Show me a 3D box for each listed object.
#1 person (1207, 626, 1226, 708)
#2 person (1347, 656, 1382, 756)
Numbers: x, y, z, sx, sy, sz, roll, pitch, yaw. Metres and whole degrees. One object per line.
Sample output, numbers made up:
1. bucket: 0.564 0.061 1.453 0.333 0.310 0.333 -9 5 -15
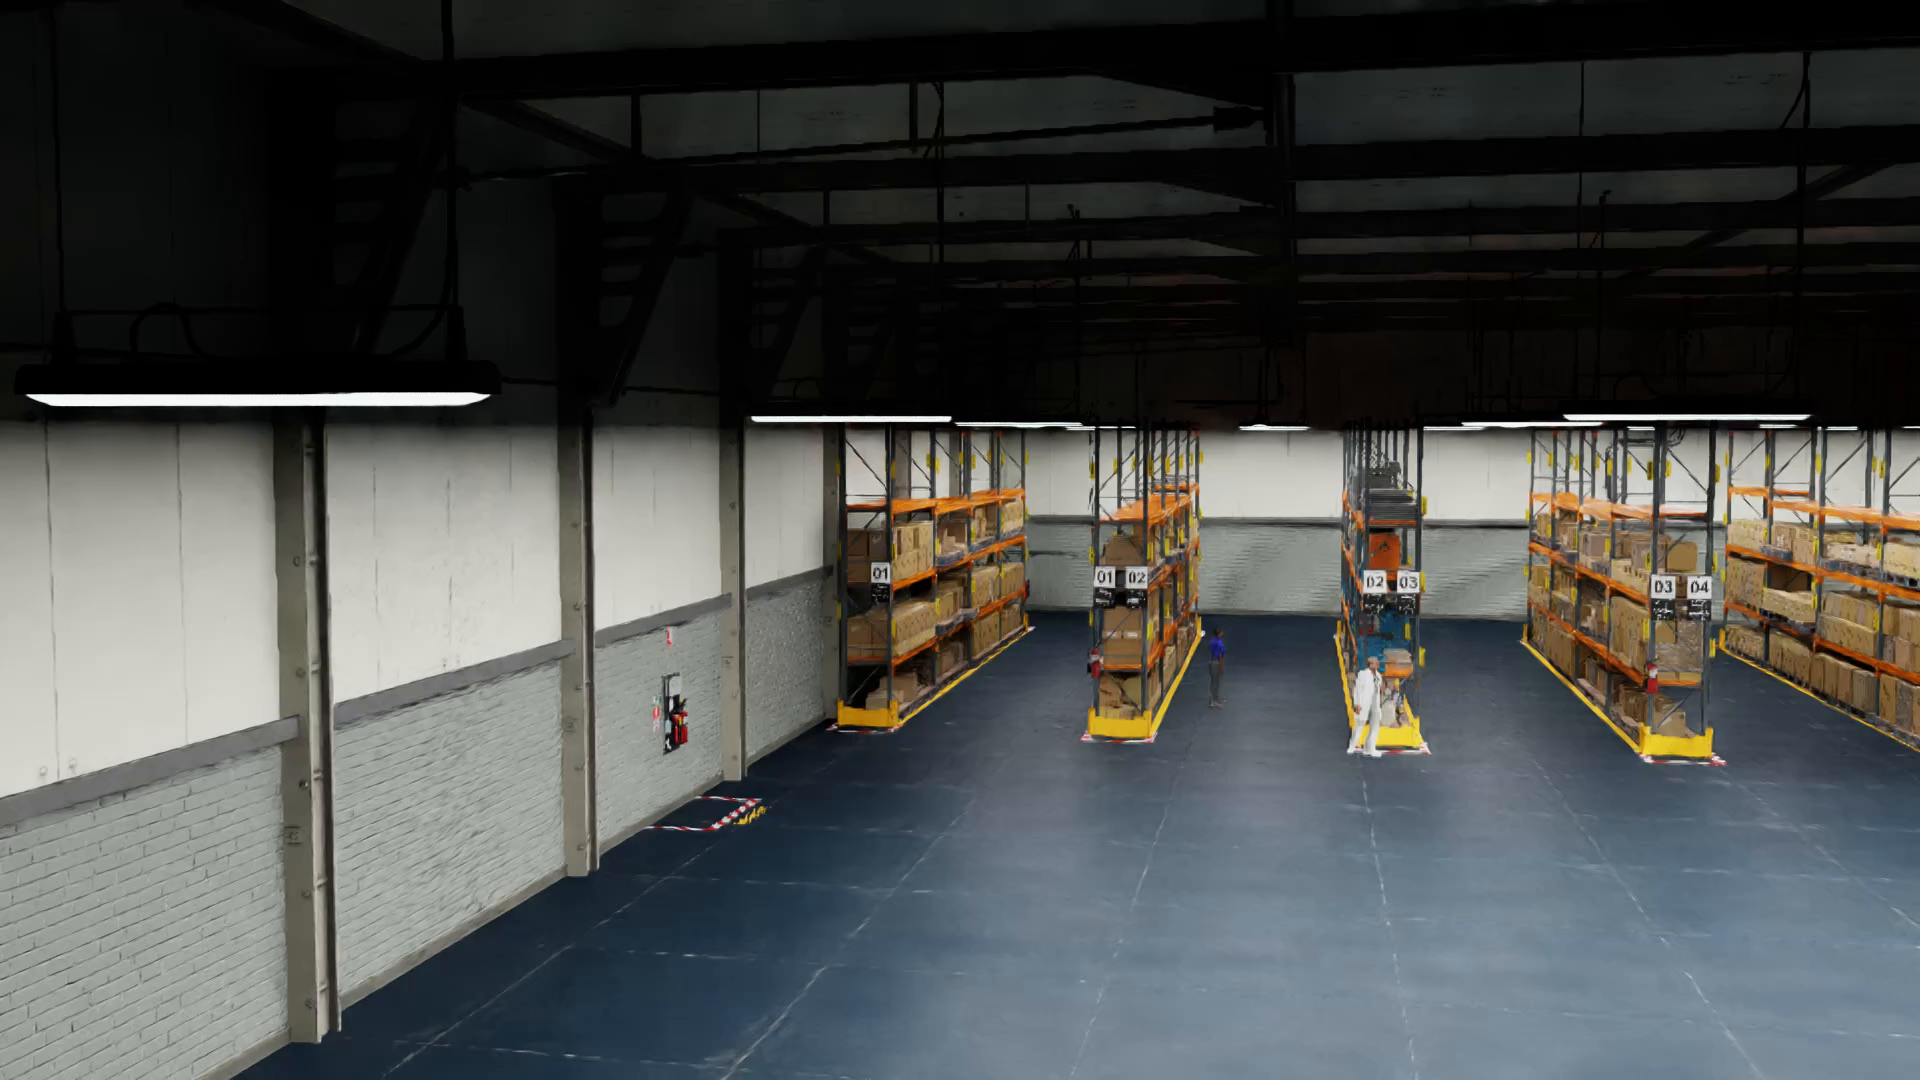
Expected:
1. person: 5.390 2.637 34.680 0.440 1.652 0.551 -1 4 -15
2. person: 7.194 2.929 29.507 0.614 1.767 0.628 -2 4 -28
